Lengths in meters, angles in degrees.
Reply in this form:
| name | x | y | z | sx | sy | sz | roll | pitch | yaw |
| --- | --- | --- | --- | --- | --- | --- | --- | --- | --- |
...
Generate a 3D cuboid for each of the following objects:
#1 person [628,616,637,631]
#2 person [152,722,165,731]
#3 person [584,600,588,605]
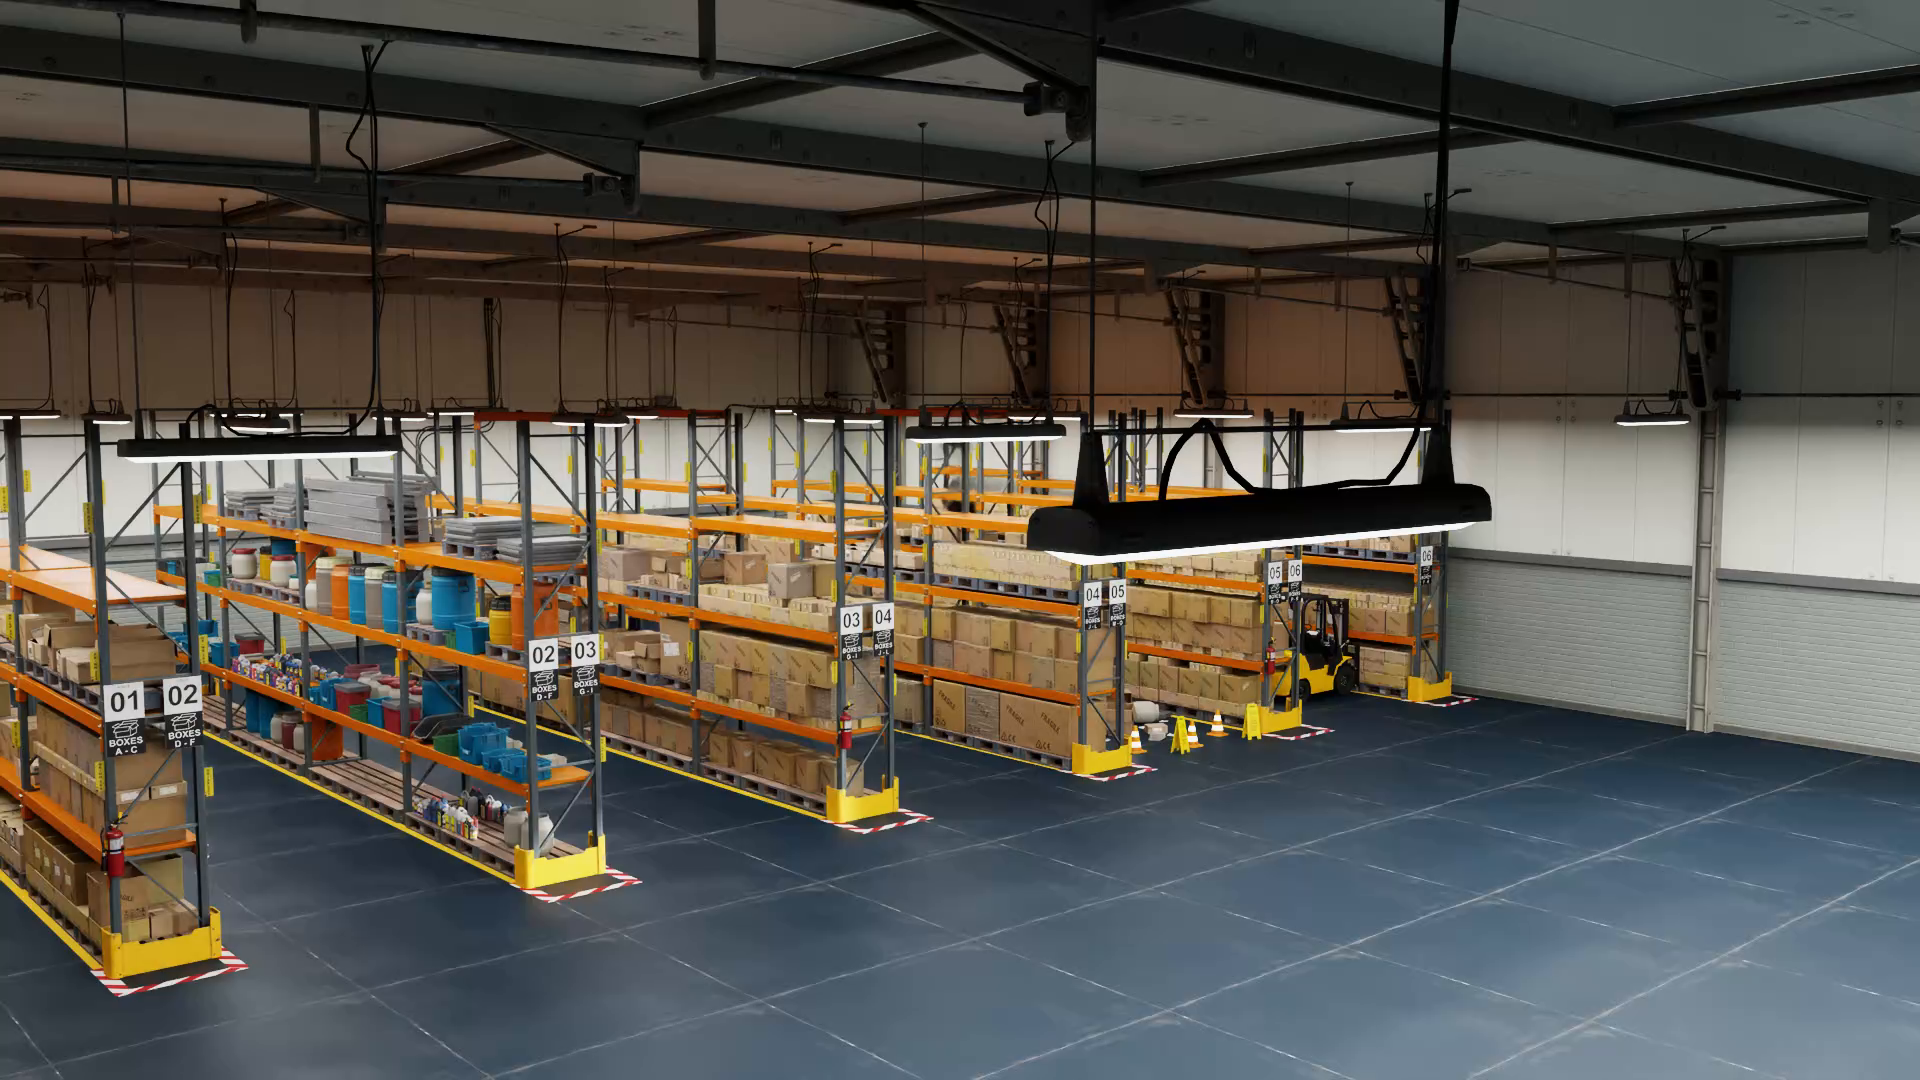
| name | x | y | z | sx | sy | sz | roll | pitch | yaw |
| --- | --- | --- | --- | --- | --- | --- | --- | --- | --- |
| person | -8.168 | 1.876 | 41.252 | 0.915 | 1.654 | 0.605 | -2 | 5 | -19 |
| person | -12.854 | 3.207 | 26.434 | 1.017 | 1.721 | 0.705 | 4 | 6 | 39 |
| person | -8.551 | 2.181 | 37.929 | 0.577 | 1.676 | 0.834 | -3 | 6 | -33 |
